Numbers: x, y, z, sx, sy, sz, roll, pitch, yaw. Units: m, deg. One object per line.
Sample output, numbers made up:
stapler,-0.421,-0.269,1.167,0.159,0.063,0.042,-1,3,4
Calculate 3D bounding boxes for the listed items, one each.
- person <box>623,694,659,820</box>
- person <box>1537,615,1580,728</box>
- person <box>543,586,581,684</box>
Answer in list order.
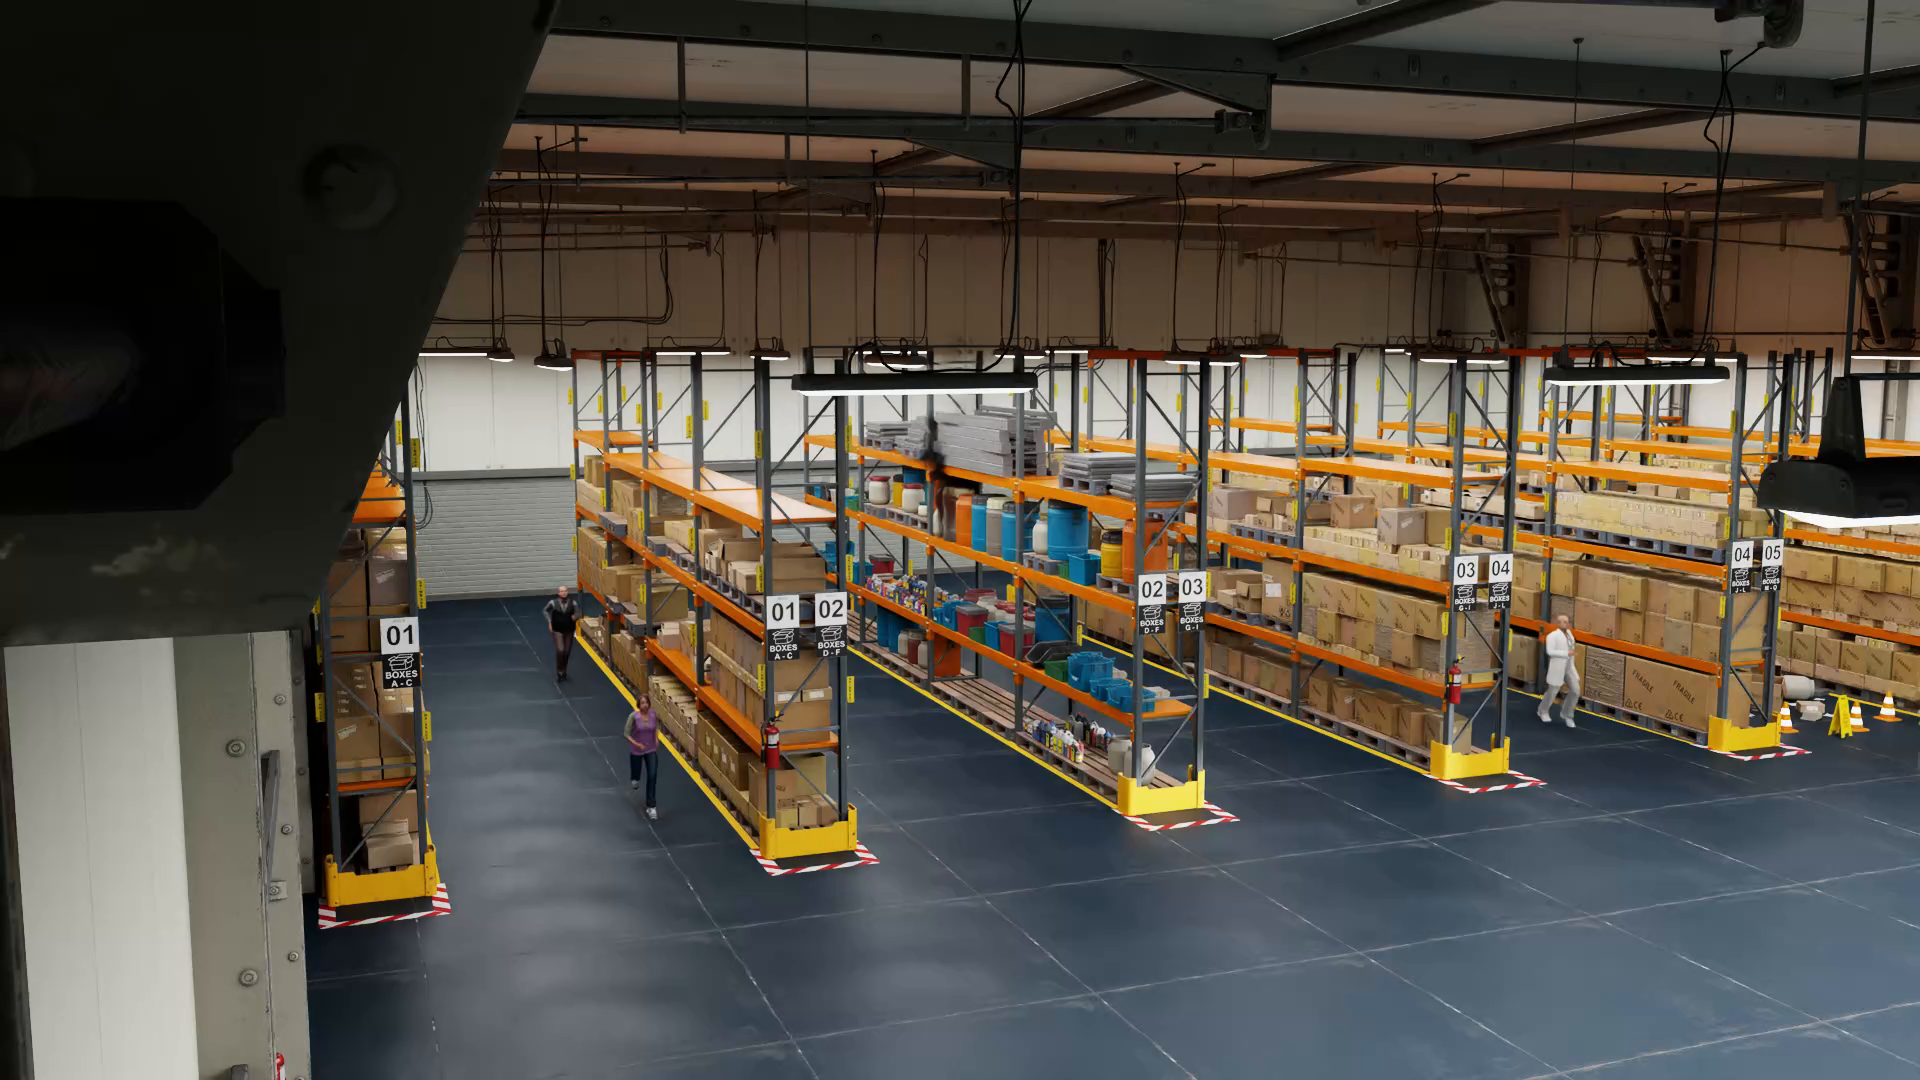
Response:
person,-4.221,2.822,22.083,0.513,1.590,1.023,-3,8,-20
person,9.684,2.126,26.830,0.709,1.856,0.840,-3,8,-24
person,-7.232,1.720,30.345,0.638,1.784,0.781,-4,8,-28
